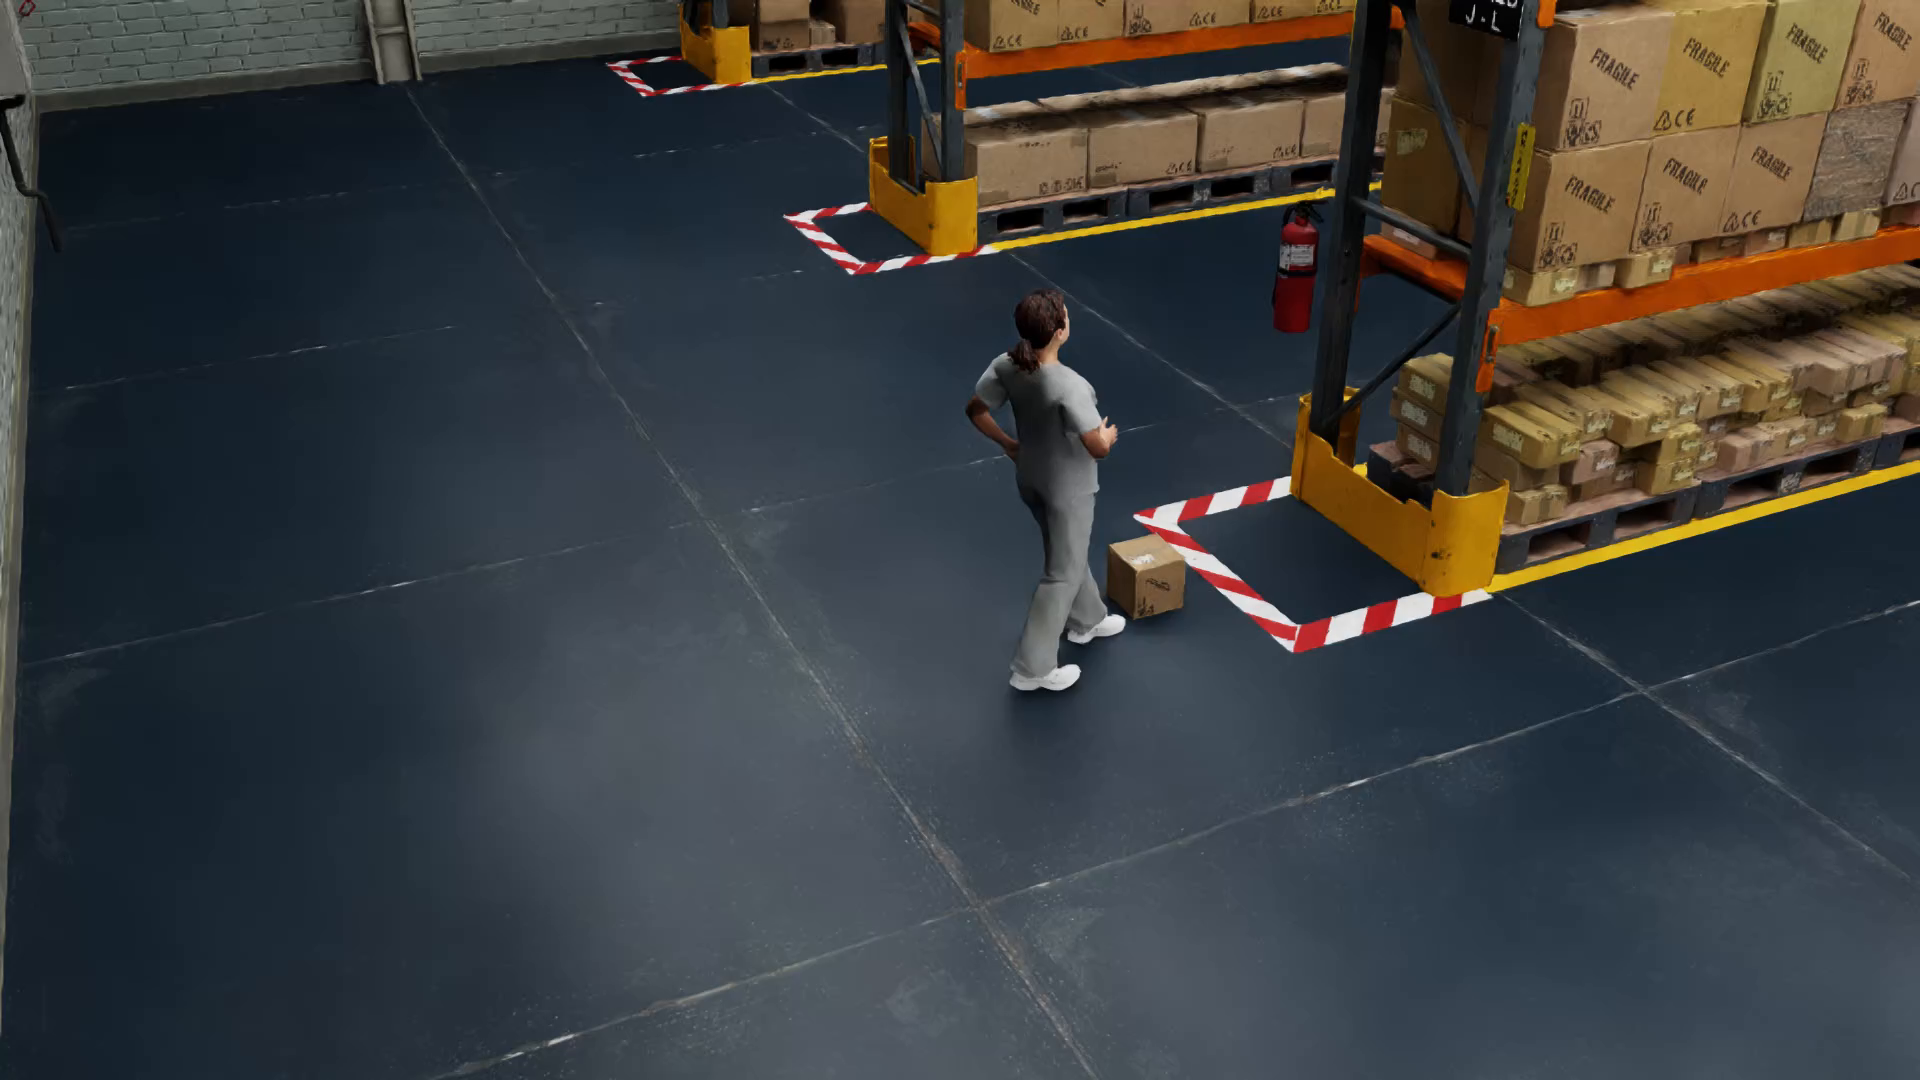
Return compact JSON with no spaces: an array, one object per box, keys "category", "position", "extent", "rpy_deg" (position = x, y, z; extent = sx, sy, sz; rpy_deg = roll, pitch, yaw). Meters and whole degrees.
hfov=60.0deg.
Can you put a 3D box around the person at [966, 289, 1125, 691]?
[{"category":"person","position":[0.438,-0.235,6.535],"extent":[0.731,1.665,0.612],"rpy_deg":[-23,37,-35]}]
